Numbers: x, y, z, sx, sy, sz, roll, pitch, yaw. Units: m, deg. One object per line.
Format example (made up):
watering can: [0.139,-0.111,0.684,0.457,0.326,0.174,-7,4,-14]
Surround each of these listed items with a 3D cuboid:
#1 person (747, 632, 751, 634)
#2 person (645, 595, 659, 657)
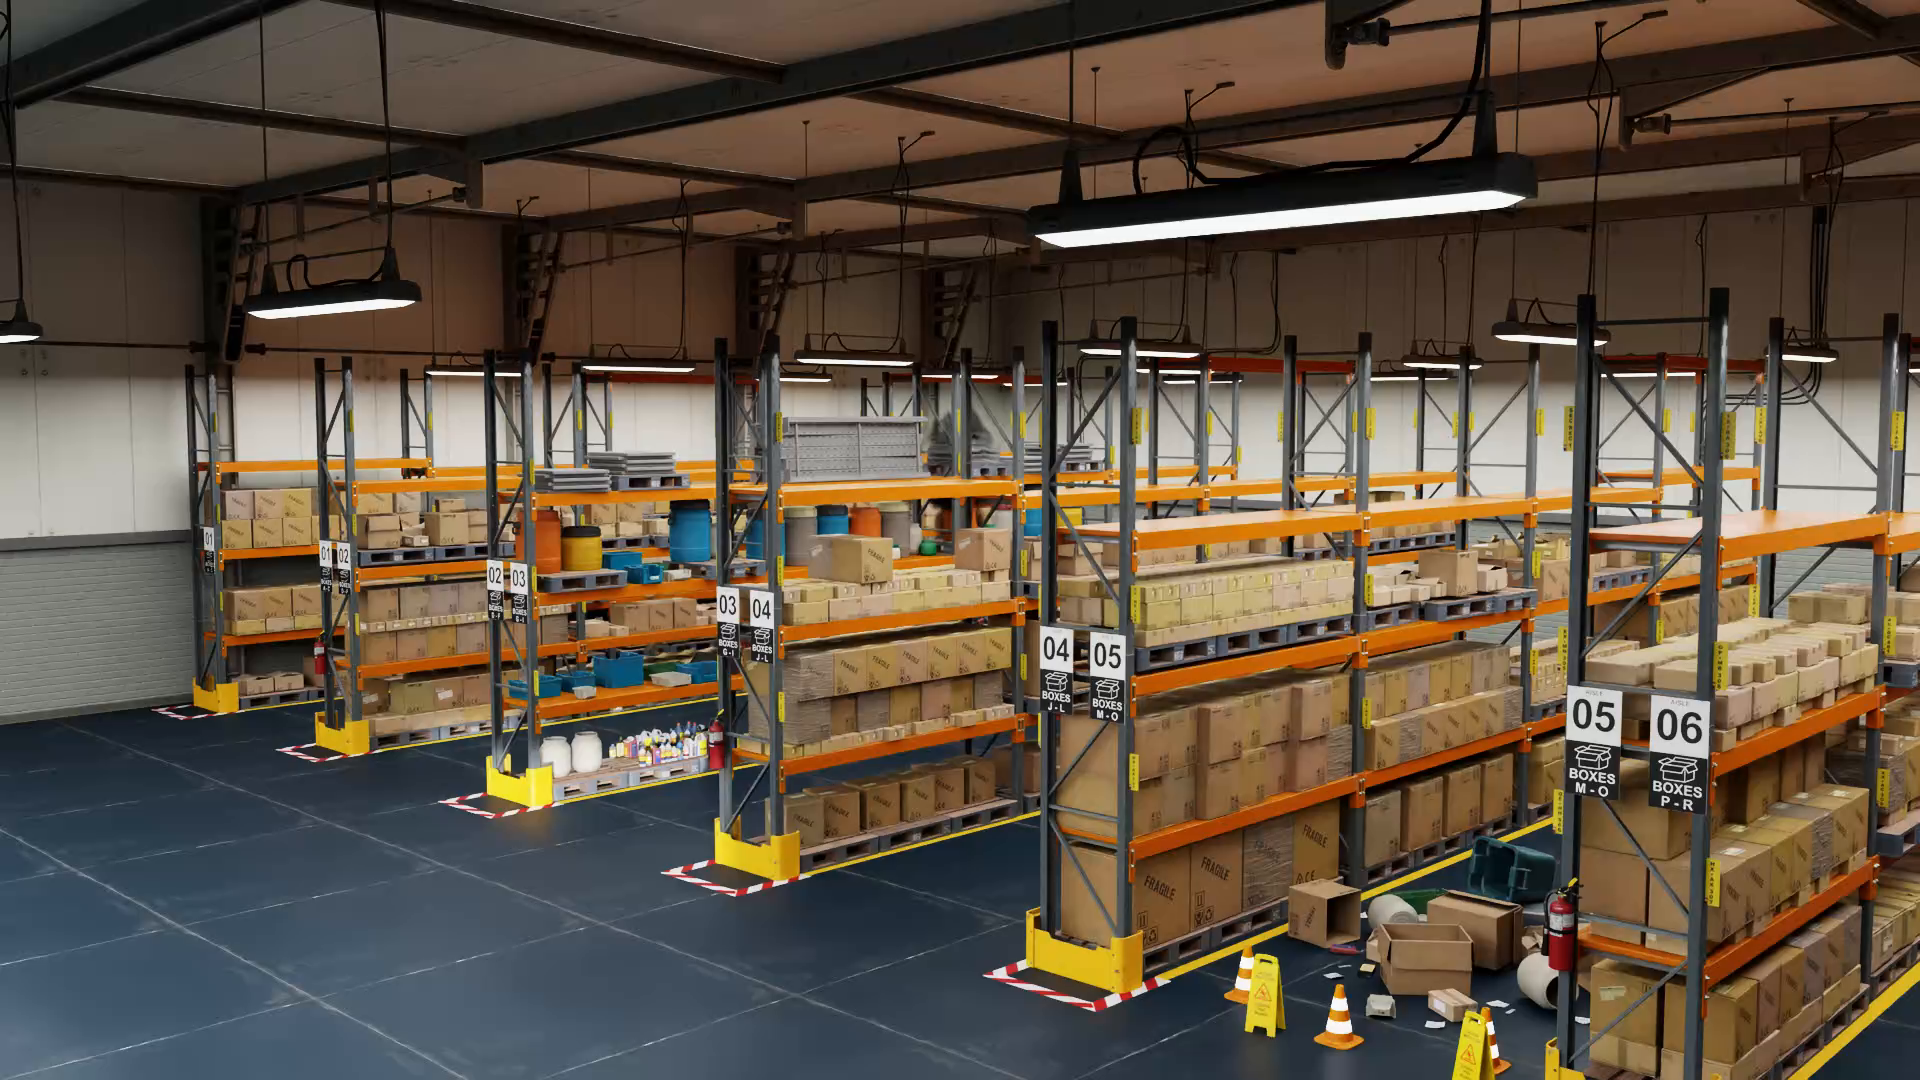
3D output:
person: [-3.413,2.124,29.018,0.619,1.780,0.833,1,5,19]
person: [-6.050,1.838,32.598,0.546,1.718,0.720,3,5,33]
